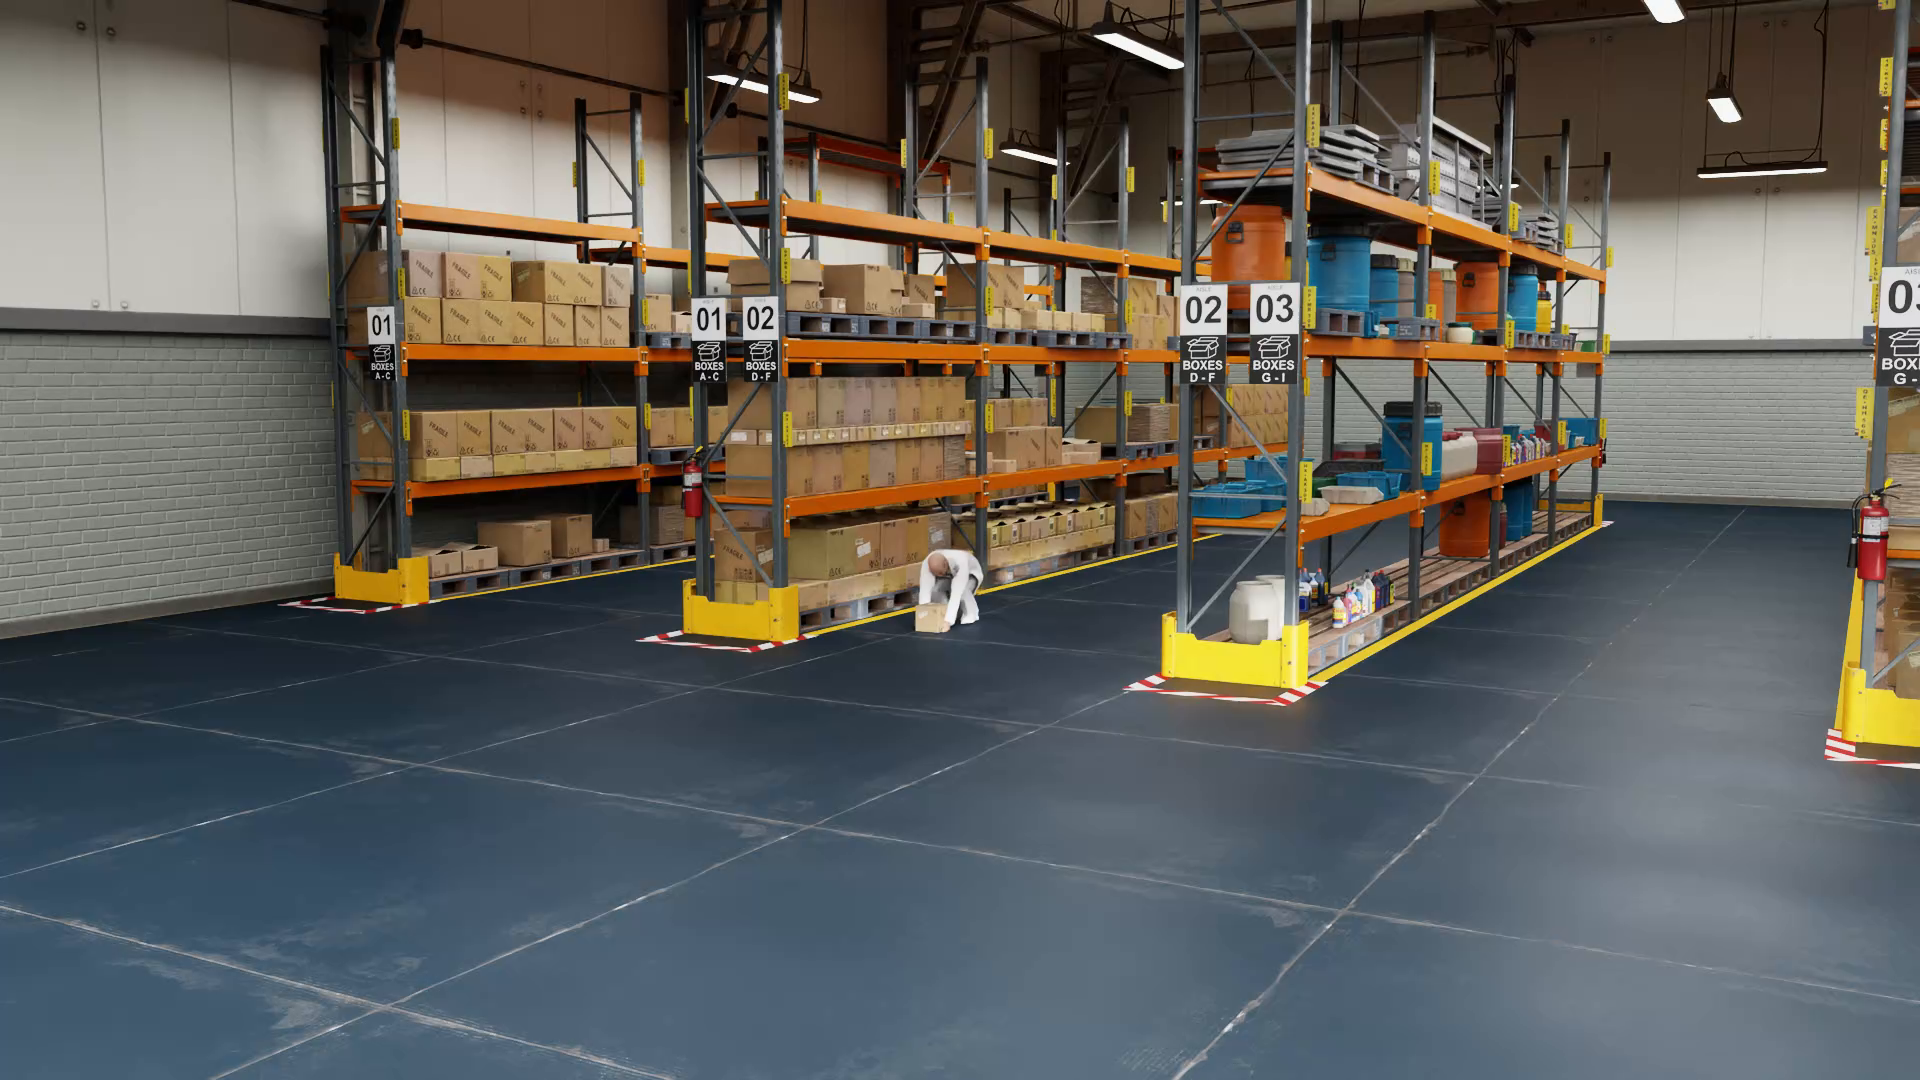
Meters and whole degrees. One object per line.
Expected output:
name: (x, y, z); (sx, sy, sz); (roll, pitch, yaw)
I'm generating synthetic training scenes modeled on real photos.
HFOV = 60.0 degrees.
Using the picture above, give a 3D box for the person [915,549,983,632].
person: (-0.125, 0.482, 16.536); (0.577, 0.795, 1.021); (3, 7, 27)
